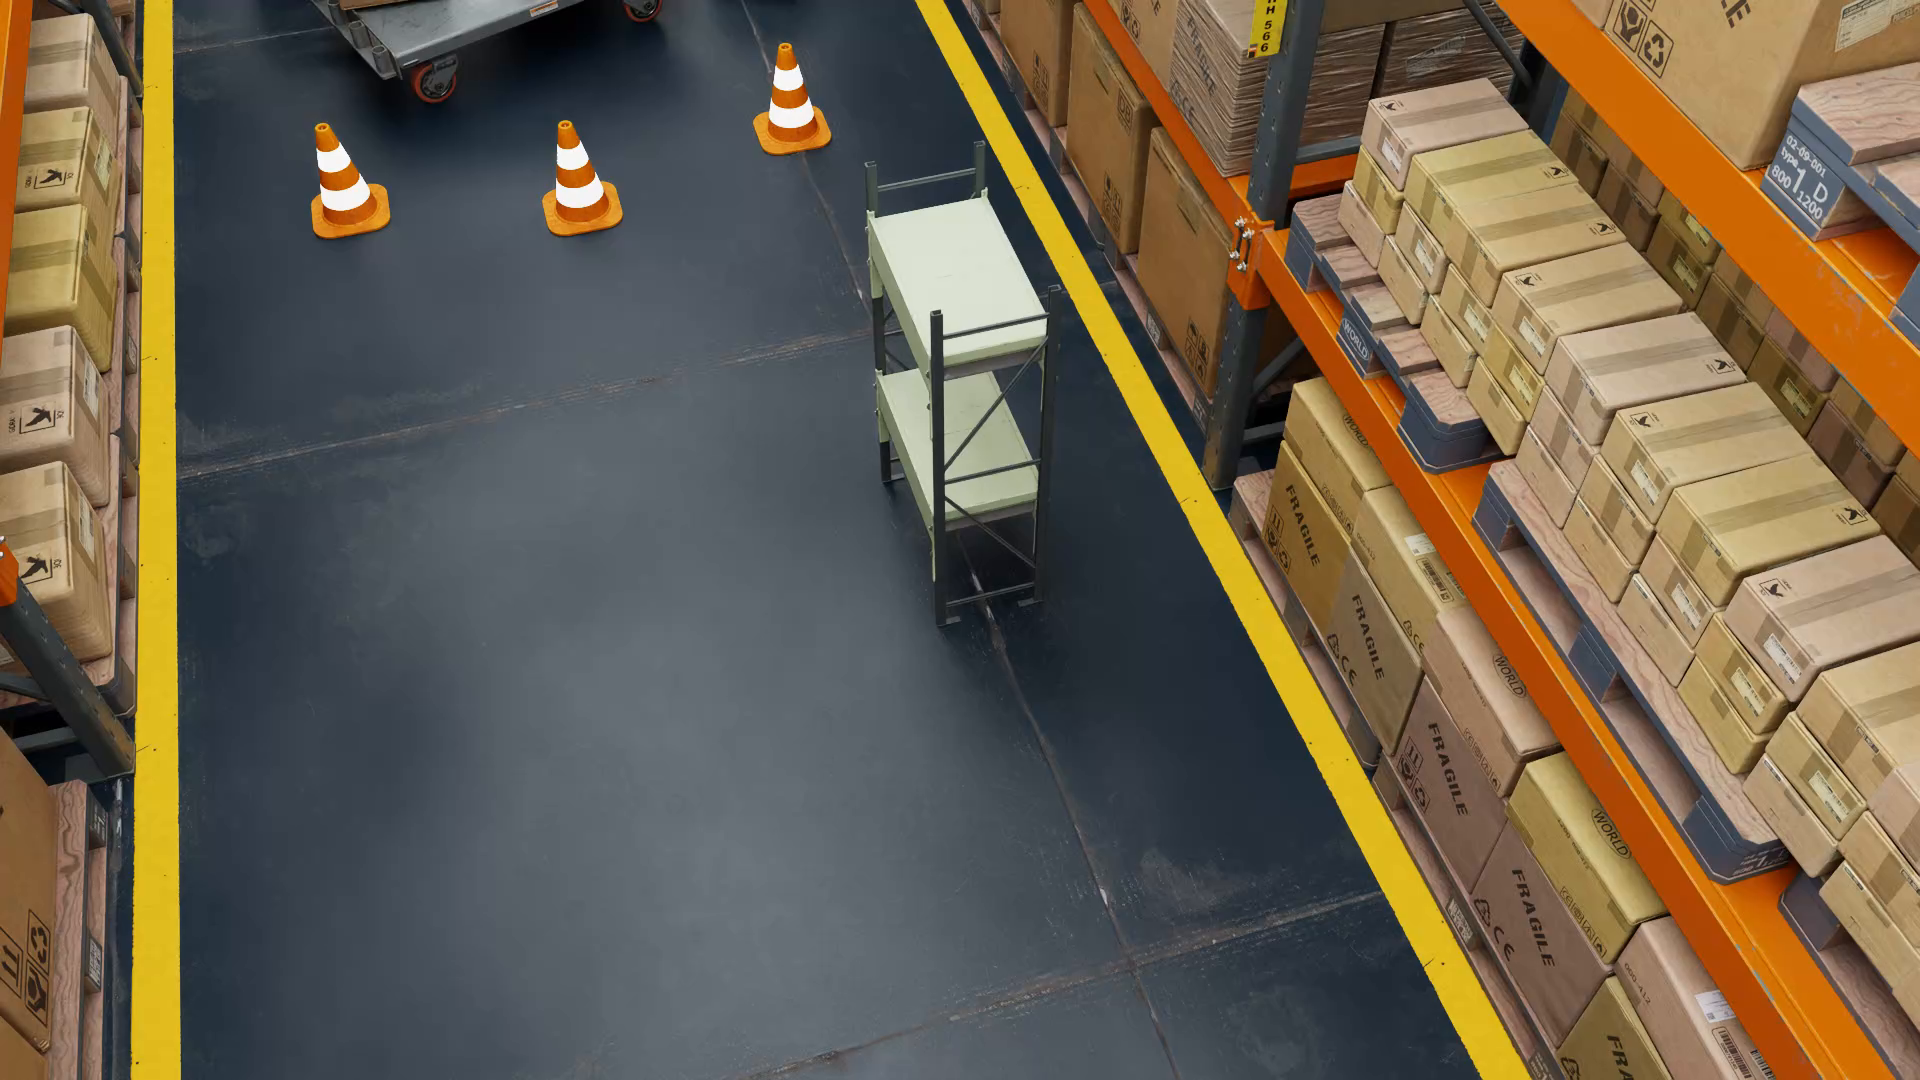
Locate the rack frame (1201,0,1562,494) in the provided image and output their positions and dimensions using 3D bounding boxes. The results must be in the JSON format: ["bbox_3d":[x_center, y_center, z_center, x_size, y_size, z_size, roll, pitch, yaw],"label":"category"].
[{"bbox_3d":[1.434,-1.305,5.388,1.000,3.000,0.127,-13,51,-11],"label":"rack frame"}]

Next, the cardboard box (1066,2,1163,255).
[{"bbox_3d":[1.078,-1.818,7.017,1.050,0.750,0.750,-13,51,-10],"label":"cardboard box"}]

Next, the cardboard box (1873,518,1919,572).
[{"bbox_3d":[2.477,0.033,4.150,0.380,0.149,0.250,-15,52,-13],"label":"cardboard box"}]

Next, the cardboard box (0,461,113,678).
[{"bbox_3d":[-3.423,0.185,5.576,0.950,0.372,0.625,-16,52,-13],"label":"cardboard box"}]

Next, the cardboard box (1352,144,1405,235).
[{"bbox_3d":[1.385,-1.057,4.874,0.380,0.149,0.250,-11,51,-9],"label":"cardboard box"}]

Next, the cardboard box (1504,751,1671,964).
[{"bbox_3d":[1.846,0.797,4.486,0.500,0.250,0.500,-15,52,-13],"label":"cardboard box"}]

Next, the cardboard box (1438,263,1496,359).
[{"bbox_3d":[1.549,-0.665,4.544,0.380,0.149,0.250,-15,51,-12],"label":"cardboard box"}]

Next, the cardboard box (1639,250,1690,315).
[{"bbox_3d":[2.167,-0.733,4.796,0.380,0.149,0.250,-13,51,-10],"label":"cardboard box"}]

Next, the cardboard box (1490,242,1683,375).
[{"bbox_3d":[1.613,-0.600,4.295,0.380,0.149,0.250,-15,52,-12],"label":"cardboard box"}]

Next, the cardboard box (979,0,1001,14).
[{"bbox_3d":[0.520,-3.204,8.186,1.050,0.750,0.750,-14,51,-11],"label":"cardboard box"}]

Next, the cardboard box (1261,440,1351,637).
[{"bbox_3d":[1.399,-0.060,5.699,0.500,0.500,0.500,-15,52,-13],"label":"cardboard box"}]

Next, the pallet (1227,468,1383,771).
[{"bbox_3d":[1.663,0.165,5.973,1.003,0.211,1.213,-13,51,-11],"label":"pallet"}]

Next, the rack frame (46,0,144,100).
[{"bbox_3d":[-4.448,-3.033,6.845,1.000,3.000,0.127,-13,51,-11],"label":"rack frame"}]

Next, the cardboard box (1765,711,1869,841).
[{"bbox_3d":[2.000,0.457,3.598,0.380,0.149,0.250,-16,52,-13],"label":"cardboard box"}]

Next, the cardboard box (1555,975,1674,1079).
[{"bbox_3d":[2.006,1.429,4.444,0.500,0.500,0.500,-14,51,-12],"label":"cardboard box"}]

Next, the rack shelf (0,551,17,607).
[{"bbox_3d":[-2.674,1.581,3.426,1.077,0.370,4.000,-13,51,-11],"label":"rack shelf"}]

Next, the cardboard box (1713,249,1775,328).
[{"bbox_3d":[2.249,-0.727,4.402,0.380,0.149,0.250,-12,51,-10],"label":"cardboard box"}]

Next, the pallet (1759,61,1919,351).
[{"bbox_3d":[2.226,-0.521,2.889,1.213,0.211,1.003,-13,51,-11],"label":"pallet"}]

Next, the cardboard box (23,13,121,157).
[{"bbox_3d":[-4.291,-1.939,7.367,0.950,0.372,0.625,-13,51,-11],"label":"cardboard box"}]

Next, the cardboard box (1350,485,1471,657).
[{"bbox_3d":[1.556,0.052,5.114,0.500,0.250,0.500,-14,51,-11],"label":"cardboard box"}]

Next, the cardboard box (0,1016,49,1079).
[{"bbox_3d":[-2.880,1.613,4.043,0.875,0.875,0.875,-13,51,-11],"label":"cardboard box"}]

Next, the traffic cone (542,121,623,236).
[{"bbox_3d":[-1.703,-1.641,7.331,0.336,0.463,0.334,-13,51,-11],"label":"traffic cone"}]

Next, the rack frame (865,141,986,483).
[{"bbox_3d":[-0.110,-0.756,5.906,0.400,1.500,0.023,-13,51,-11],"label":"rack frame"}]

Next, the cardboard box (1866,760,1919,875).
[{"bbox_3d":[2.079,0.545,3.330,0.380,0.149,0.250,-13,51,-11],"label":"cardboard box"}]

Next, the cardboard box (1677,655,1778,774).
[{"bbox_3d":[1.922,0.366,3.869,0.380,0.149,0.250,-11,51,-9],"label":"cardboard box"}]

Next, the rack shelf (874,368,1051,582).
[{"bbox_3d":[-0.002,-0.278,5.930,0.431,0.370,0.720,-13,51,-11],"label":"rack shelf"}]

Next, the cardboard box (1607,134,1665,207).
[{"bbox_3d":[2.089,-1.113,4.727,0.380,0.149,0.250,-14,51,-11],"label":"cardboard box"}]

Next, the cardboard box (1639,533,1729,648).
[{"bbox_3d":[1.851,0.080,3.916,0.380,0.149,0.250,-12,51,-10],"label":"cardboard box"}]

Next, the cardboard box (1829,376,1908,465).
[{"bbox_3d":[2.397,-0.352,4.085,0.380,0.149,0.250,-11,51,-9],"label":"cardboard box"}]

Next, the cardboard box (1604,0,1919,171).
[{"bbox_3d":[1.656,-1.099,3.187,0.500,0.500,0.500,-13,51,-11],"label":"cardboard box"}]

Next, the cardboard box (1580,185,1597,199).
[{"bbox_3d":[2.019,-1.103,5.107,0.380,0.149,0.250,-13,51,-10],"label":"cardboard box"}]

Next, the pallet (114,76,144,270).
[{"bbox_3d":[-4.216,-1.566,7.432,1.003,0.211,1.213,-13,51,-11],"label":"pallet"}]

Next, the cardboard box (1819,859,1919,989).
[{"bbox_3d":[2.087,0.762,3.536,0.380,0.149,0.250,-16,52,-13],"label":"cardboard box"}]

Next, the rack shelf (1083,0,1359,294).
[{"bbox_3d":[0.842,-2.534,6.895,1.077,0.370,4.000,-13,51,-11],"label":"rack shelf"}]

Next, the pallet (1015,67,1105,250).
[{"bbox_3d":[0.915,-1.888,7.704,1.003,0.211,1.213,-13,51,-11],"label":"pallet"}]

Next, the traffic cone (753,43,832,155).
[{"bbox_3d":[-0.795,-2.088,7.707,0.336,0.463,0.334,-13,51,-11],"label":"traffic cone"}]

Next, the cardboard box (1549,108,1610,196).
[{"bbox_3d":[2.015,-1.197,4.992,0.380,0.149,0.250,-12,51,-10],"label":"cardboard box"}]

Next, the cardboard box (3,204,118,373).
[{"bbox_3d":[-3.867,-0.907,6.497,0.950,0.372,0.625,-12,51,-10],"label":"cardboard box"}]

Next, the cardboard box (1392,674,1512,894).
[{"bbox_3d":[1.707,0.680,5.075,0.500,0.500,0.500,-14,51,-12],"label":"cardboard box"}]

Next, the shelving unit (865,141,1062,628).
[{"bbox_3d":[-0.002,-0.488,5.681,0.431,1.500,0.755,-13,51,-11],"label":"shelving unit"}]

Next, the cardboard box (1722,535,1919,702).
[{"bbox_3d":[1.927,0.169,3.646,0.380,0.149,0.250,-15,52,-13],"label":"cardboard box"}]

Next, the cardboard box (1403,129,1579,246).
[{"bbox_3d":[1.467,-0.974,4.610,0.380,0.149,0.250,-15,51,-12],"label":"cardboard box"}]

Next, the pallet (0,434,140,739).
[{"bbox_3d":[-3.495,0.216,5.930,1.003,0.211,1.213,-13,51,-11],"label":"pallet"}]

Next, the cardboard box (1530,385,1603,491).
[{"bbox_3d":[1.697,-0.299,4.235,0.380,0.149,0.250,-13,51,-11],"label":"cardboard box"}]

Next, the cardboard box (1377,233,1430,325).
[{"bbox_3d":[1.452,-0.791,4.844,0.380,0.149,0.250,-11,51,-9],"label":"cardboard box"}]

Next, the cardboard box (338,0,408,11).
[{"bbox_3d":[-2.757,-2.896,7.869,0.500,0.500,0.500,-13,51,-11],"label":"cardboard box"}]

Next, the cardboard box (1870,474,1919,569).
[{"bbox_3d":[2.475,-0.067,4.040,0.380,0.149,0.250,-14,51,-12],"label":"cardboard box"}]

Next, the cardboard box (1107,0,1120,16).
[{"bbox_3d":[0.750,-2.335,6.191,0.500,0.500,0.500,-14,51,-12],"label":"cardboard box"}]

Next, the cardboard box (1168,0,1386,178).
[{"bbox_3d":[1.044,-1.605,5.576,0.500,0.500,0.500,-13,51,-11],"label":"cardboard box"}]

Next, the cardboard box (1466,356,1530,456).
[{"bbox_3d":[1.614,-0.397,4.512,0.380,0.149,0.250,-11,51,-9],"label":"cardboard box"}]

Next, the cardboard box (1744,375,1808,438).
[{"bbox_3d":[2.318,-0.354,4.476,0.380,0.149,0.250,-15,52,-13],"label":"cardboard box"}]

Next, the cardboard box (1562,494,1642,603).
[{"bbox_3d":[1.767,-0.019,4.194,0.380,0.149,0.250,-13,51,-10],"label":"cardboard box"}]

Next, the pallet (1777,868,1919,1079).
[{"bbox_3d":[2.529,1.087,3.497,1.003,0.211,1.213,-13,51,-11],"label":"pallet"}]

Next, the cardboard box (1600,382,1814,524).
[{"bbox_3d":[1.775,-0.210,3.966,0.380,0.149,0.250,-12,51,-10],"label":"cardboard box"}]

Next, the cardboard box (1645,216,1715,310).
[{"bbox_3d":[2.176,-0.811,4.667,0.380,0.149,0.250,-12,51,-10],"label":"cardboard box"}]

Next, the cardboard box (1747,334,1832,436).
[{"bbox_3d":[2.320,-0.446,4.359,0.380,0.149,0.250,-14,51,-11],"label":"cardboard box"}]

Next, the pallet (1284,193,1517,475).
[{"bbox_3d":[1.746,-0.747,5.043,1.213,0.211,1.003,-13,51,-11],"label":"pallet"}]
